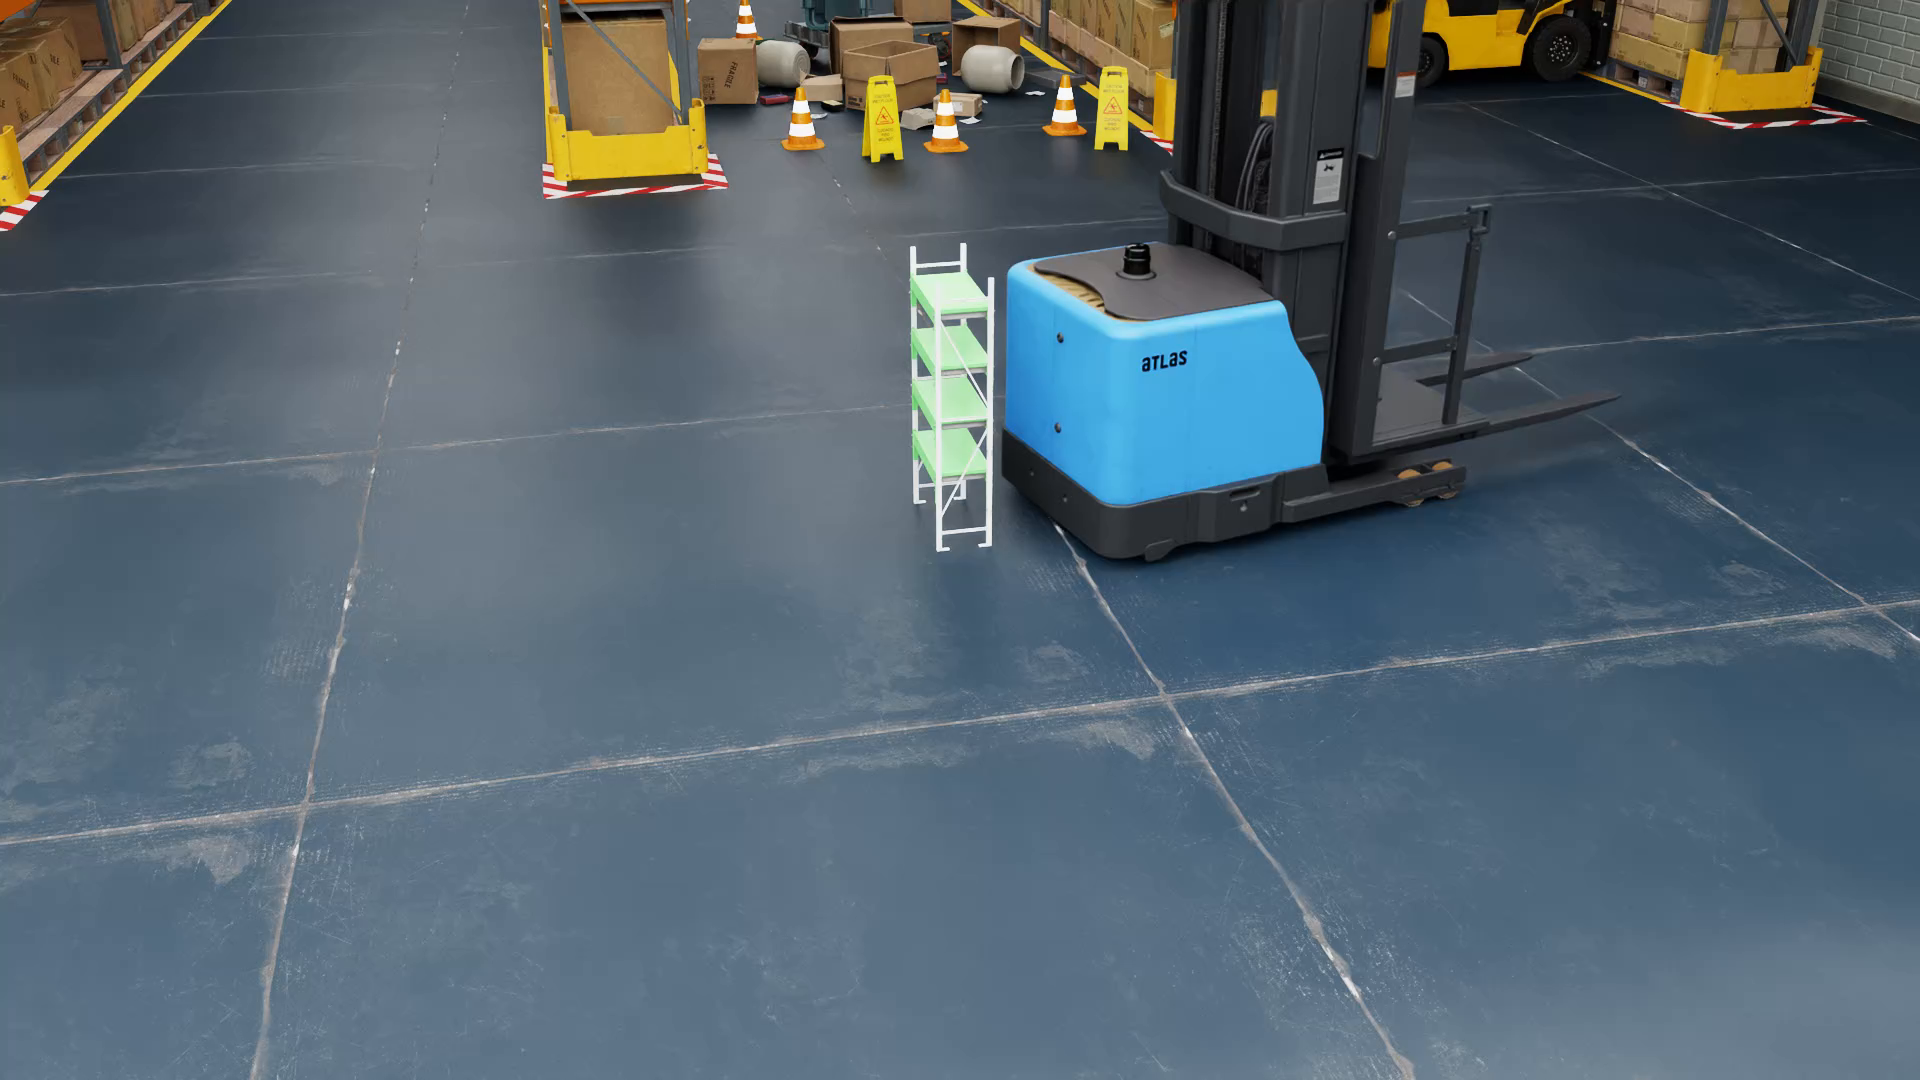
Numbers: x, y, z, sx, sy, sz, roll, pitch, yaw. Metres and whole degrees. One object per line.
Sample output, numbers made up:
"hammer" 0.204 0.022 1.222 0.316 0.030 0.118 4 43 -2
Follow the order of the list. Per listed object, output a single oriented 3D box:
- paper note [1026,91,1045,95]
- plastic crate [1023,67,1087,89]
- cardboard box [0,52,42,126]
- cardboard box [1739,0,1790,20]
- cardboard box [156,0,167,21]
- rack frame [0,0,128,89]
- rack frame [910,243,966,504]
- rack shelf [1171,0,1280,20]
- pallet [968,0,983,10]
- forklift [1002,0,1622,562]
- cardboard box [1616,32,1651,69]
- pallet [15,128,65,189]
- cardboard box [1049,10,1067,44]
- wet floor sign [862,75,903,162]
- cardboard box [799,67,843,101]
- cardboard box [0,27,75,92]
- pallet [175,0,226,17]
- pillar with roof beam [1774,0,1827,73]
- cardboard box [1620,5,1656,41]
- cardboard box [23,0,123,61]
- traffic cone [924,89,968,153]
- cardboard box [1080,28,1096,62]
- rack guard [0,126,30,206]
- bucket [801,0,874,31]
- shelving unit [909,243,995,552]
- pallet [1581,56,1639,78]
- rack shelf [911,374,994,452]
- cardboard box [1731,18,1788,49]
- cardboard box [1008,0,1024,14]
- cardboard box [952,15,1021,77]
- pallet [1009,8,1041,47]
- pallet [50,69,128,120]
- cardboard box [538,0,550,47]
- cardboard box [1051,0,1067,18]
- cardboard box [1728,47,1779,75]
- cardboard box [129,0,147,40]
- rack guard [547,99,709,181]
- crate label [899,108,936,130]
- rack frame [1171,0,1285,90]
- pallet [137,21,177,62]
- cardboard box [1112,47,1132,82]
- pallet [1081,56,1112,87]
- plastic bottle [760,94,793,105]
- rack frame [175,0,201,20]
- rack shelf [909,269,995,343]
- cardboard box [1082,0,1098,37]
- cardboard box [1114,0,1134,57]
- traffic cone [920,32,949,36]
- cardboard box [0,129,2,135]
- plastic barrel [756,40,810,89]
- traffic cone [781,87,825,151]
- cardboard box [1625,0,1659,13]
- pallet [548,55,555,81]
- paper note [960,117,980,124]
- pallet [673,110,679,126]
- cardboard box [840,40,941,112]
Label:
"paper note" 0.707 -4.157 15.453 0.142 0.019 0.148 -16 31 -29
"plastic crate" 0.897 -4.440 15.957 0.402 0.080 0.583 -16 31 -29
"cardboard box" -7.827 -3.636 13.433 0.500 0.500 0.500 -3 27 -7
"cardboard box" 7.154 -4.902 15.108 0.500 0.250 0.500 -6 27 -12
"cardboard box" -8.907 -5.811 17.720 0.700 0.500 0.500 -8 28 -16
"rack frame" -8.313 -5.509 14.836 1.000 3.000 0.127 -6 27 -12
"rack frame" -0.092 -0.715 7.336 0.240 1.200 0.015 -6 27 -12
"rack shelf" 1.792 -5.316 15.252 1.077 0.370 4.000 -6 27 -12
"pallet" 0.615 -6.683 20.257 1.003 0.211 1.213 -6 27 -12
"forklift" 1.748 -1.660 7.286 3.031 2.935 1.130 -12 29 -23
"cardboard box" 6.562 -4.619 15.657 0.500 0.250 0.500 -6 27 -12
"pallet" -7.578 -2.902 12.765 1.003 0.211 1.213 -6 27 -12
"cardboard box" 1.212 -5.189 16.787 0.500 0.250 0.500 -7 28 -14
"wet floor sign" -0.621 -3.350 13.170 0.267 0.644 0.232 -11 29 -20
"cardboard box" -1.276 -4.180 15.237 0.396 0.266 0.258 -1 27 -3
"cardboard box" -8.126 -4.150 14.452 0.500 0.500 0.500 2 27 5
"pallet" -9.319 -6.374 19.644 1.003 0.211 1.213 -6 27 -12
"pillar with roof beam" 3.605 -7.903 12.921 9.100 9.000 0.400 -6 27 -12
"cardboard box" 6.562 -4.851 15.564 0.500 0.250 0.500 -6 27 -12
"cardboard box" -8.431 -4.861 15.838 0.700 0.500 0.500 -8 28 -16
"traffic cone" -0.115 -3.423 13.518 0.336 0.463 0.334 -6 27 -12
"cardboard box" 1.465 -4.723 15.864 0.500 0.250 0.500 -6 27 -12
"rack guard" -7.429 -2.671 11.986 1.175 0.500 0.348 -6 27 -12
"bucket" -1.181 -5.360 16.486 0.726 0.611 0.620 3 17 6
"shelving unit" -0.037 -0.608 7.124 0.258 1.200 0.503 -6 27 -12
"pallet" 6.594 -4.886 16.696 1.003 0.211 1.213 -6 27 -12
"rack shelf" -0.037 -0.551 7.152 0.258 0.148 0.480 -6 27 -12
"cardboard box" 7.175 -4.676 15.215 0.500 0.250 0.500 -5 27 -11
"cardboard box" 1.056 -6.075 18.407 0.950 0.372 0.625 -4 27 -8
"cardboard box" 0.258 -4.792 16.187 0.500 0.500 0.500 13 30 24
"pallet" 1.165 -5.612 18.135 1.003 0.211 1.213 -6 27 -12
"pallet" -8.128 -3.973 14.887 1.003 0.211 1.213 -6 27 -12
"cardboard box" -3.686 -5.415 16.680 1.050 0.750 0.750 -6 27 -12
"cardboard box" 1.212 -5.524 16.618 0.500 0.500 0.500 -5 27 -9
"cardboard box" 7.158 -4.461 15.344 0.500 0.250 0.500 -6 27 -11
"cardboard box" -8.646 -5.318 16.744 0.700 0.500 0.500 -8 28 -16
"rack guard" -2.551 -3.086 12.809 1.175 0.500 0.348 -6 27 -12
"crate label" -0.353 -3.616 14.262 0.250 0.136 0.298 -23 35 -38
"rack frame" 2.243 -4.759 13.351 1.000 3.000 0.127 -6 27 -12
"pallet" -8.769 -5.143 17.204 1.003 0.211 1.213 -6 27 -12
"cardboard box" 1.690 -4.275 14.977 0.500 0.250 0.500 -6 27 -11
"pallet" 1.806 -4.443 15.818 1.003 0.211 1.213 -6 27 -12
"plastic bottle" -1.666 -4.011 15.128 0.283 0.061 0.133 -16 31 -29
"rack frame" -9.215 -7.265 18.315 1.000 3.000 0.127 -6 27 -12
"rack shelf" -0.037 -0.980 6.936 0.258 0.148 0.480 -6 27 -12
"cardboard box" 1.459 -5.062 15.704 0.500 0.500 0.500 -5 27 -9
"cardboard box" 1.688 -4.608 14.804 0.500 0.500 0.500 -5 27 -10
"traffic cone" -0.302 -5.785 18.198 0.336 0.463 0.334 -6 27 -12
"cardboard box" -7.536 -3.101 12.372 0.500 0.500 0.500 -1 27 -2
"plastic barrel" -1.708 -4.476 15.648 0.512 0.421 0.421 13 30 24
"traffic cone" -1.293 -3.457 13.586 0.336 0.463 0.334 -6 27 -12
"cardboard box" 6.550 -5.065 15.433 0.500 0.250 0.500 -5 27 -11
"pallet" -3.363 -4.382 15.697 1.003 0.211 1.213 -6 27 -12
"paper note" 0.091 -3.647 14.441 0.148 0.019 0.142 -16 31 -29
"pallet" -2.813 -3.311 13.575 1.003 0.211 1.213 -6 27 -12
"cardboard box" -0.619 -4.159 14.931 0.637 0.503 0.797 19 32 32
